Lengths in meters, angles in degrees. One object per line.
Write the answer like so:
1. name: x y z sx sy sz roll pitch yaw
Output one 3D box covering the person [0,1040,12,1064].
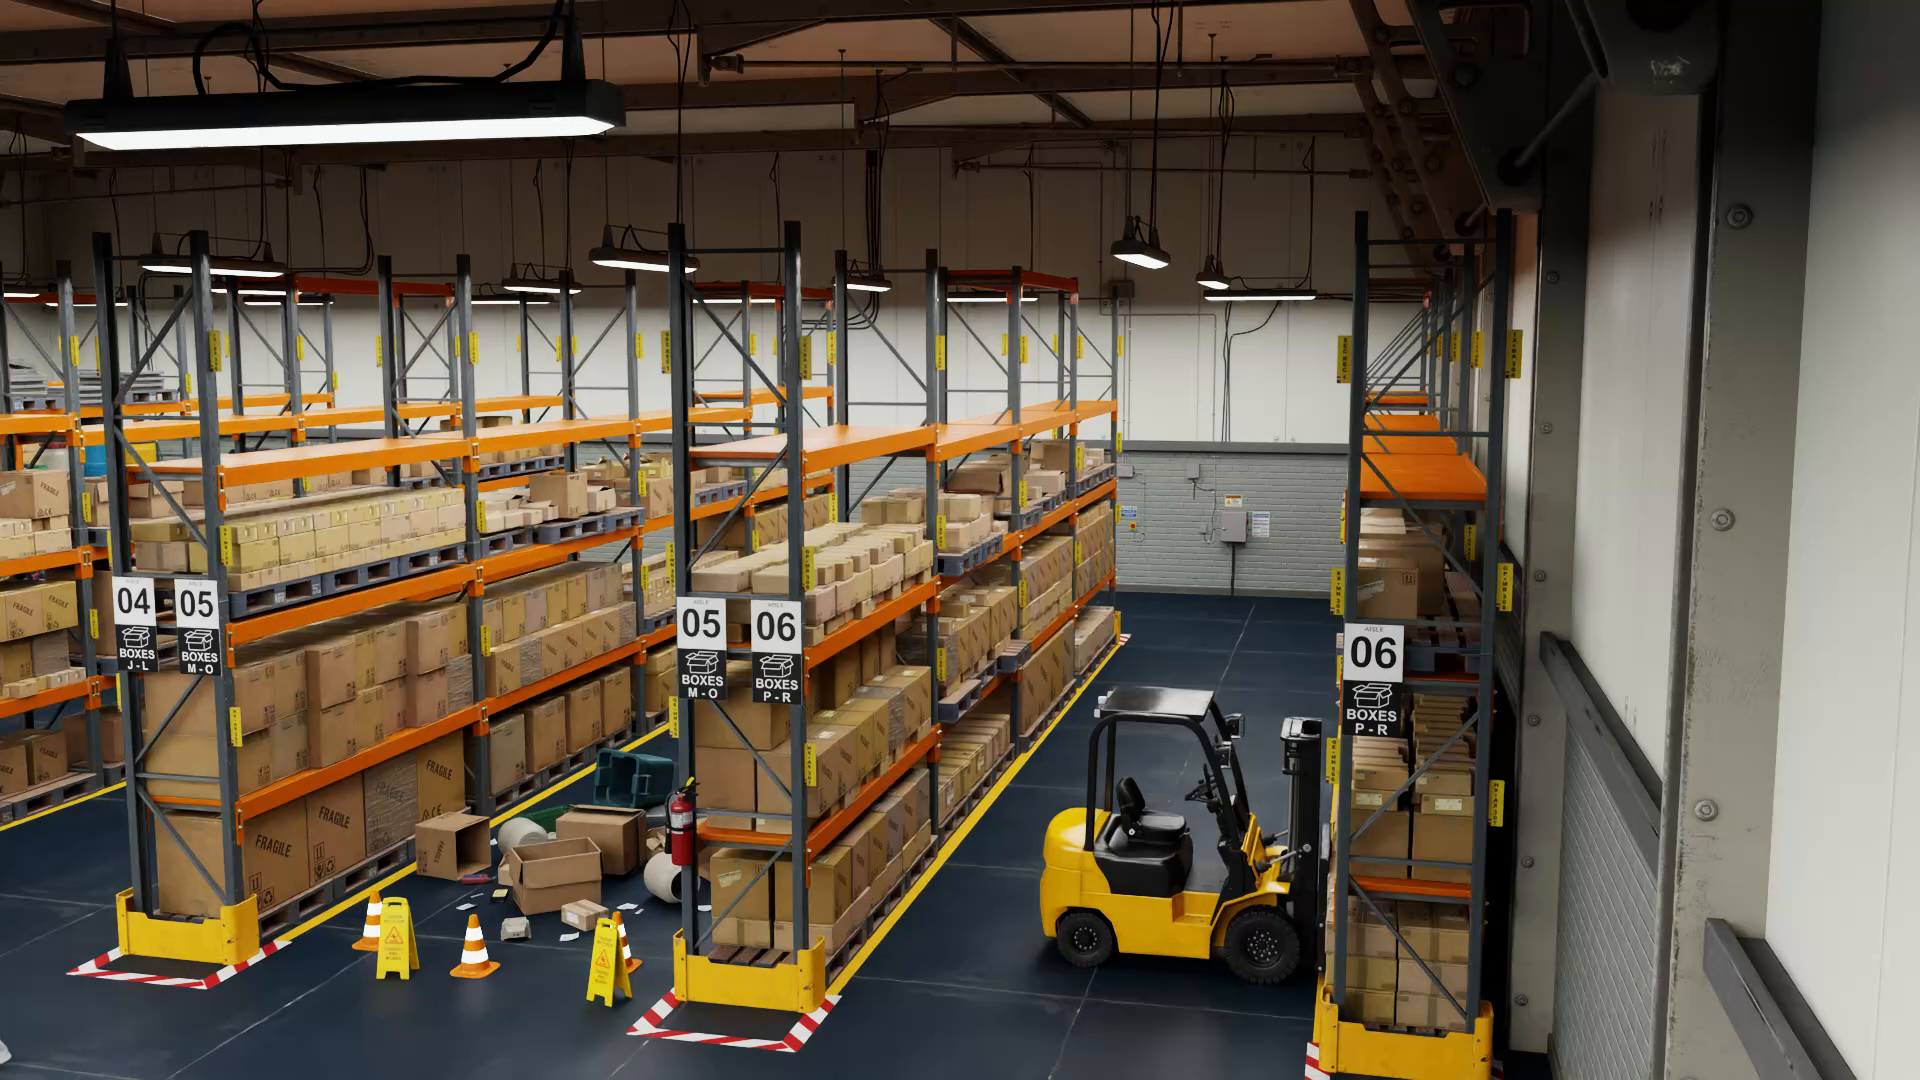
1. person: -7.107 2.918 11.426 0.912 1.747 0.684 -3 8 -26
